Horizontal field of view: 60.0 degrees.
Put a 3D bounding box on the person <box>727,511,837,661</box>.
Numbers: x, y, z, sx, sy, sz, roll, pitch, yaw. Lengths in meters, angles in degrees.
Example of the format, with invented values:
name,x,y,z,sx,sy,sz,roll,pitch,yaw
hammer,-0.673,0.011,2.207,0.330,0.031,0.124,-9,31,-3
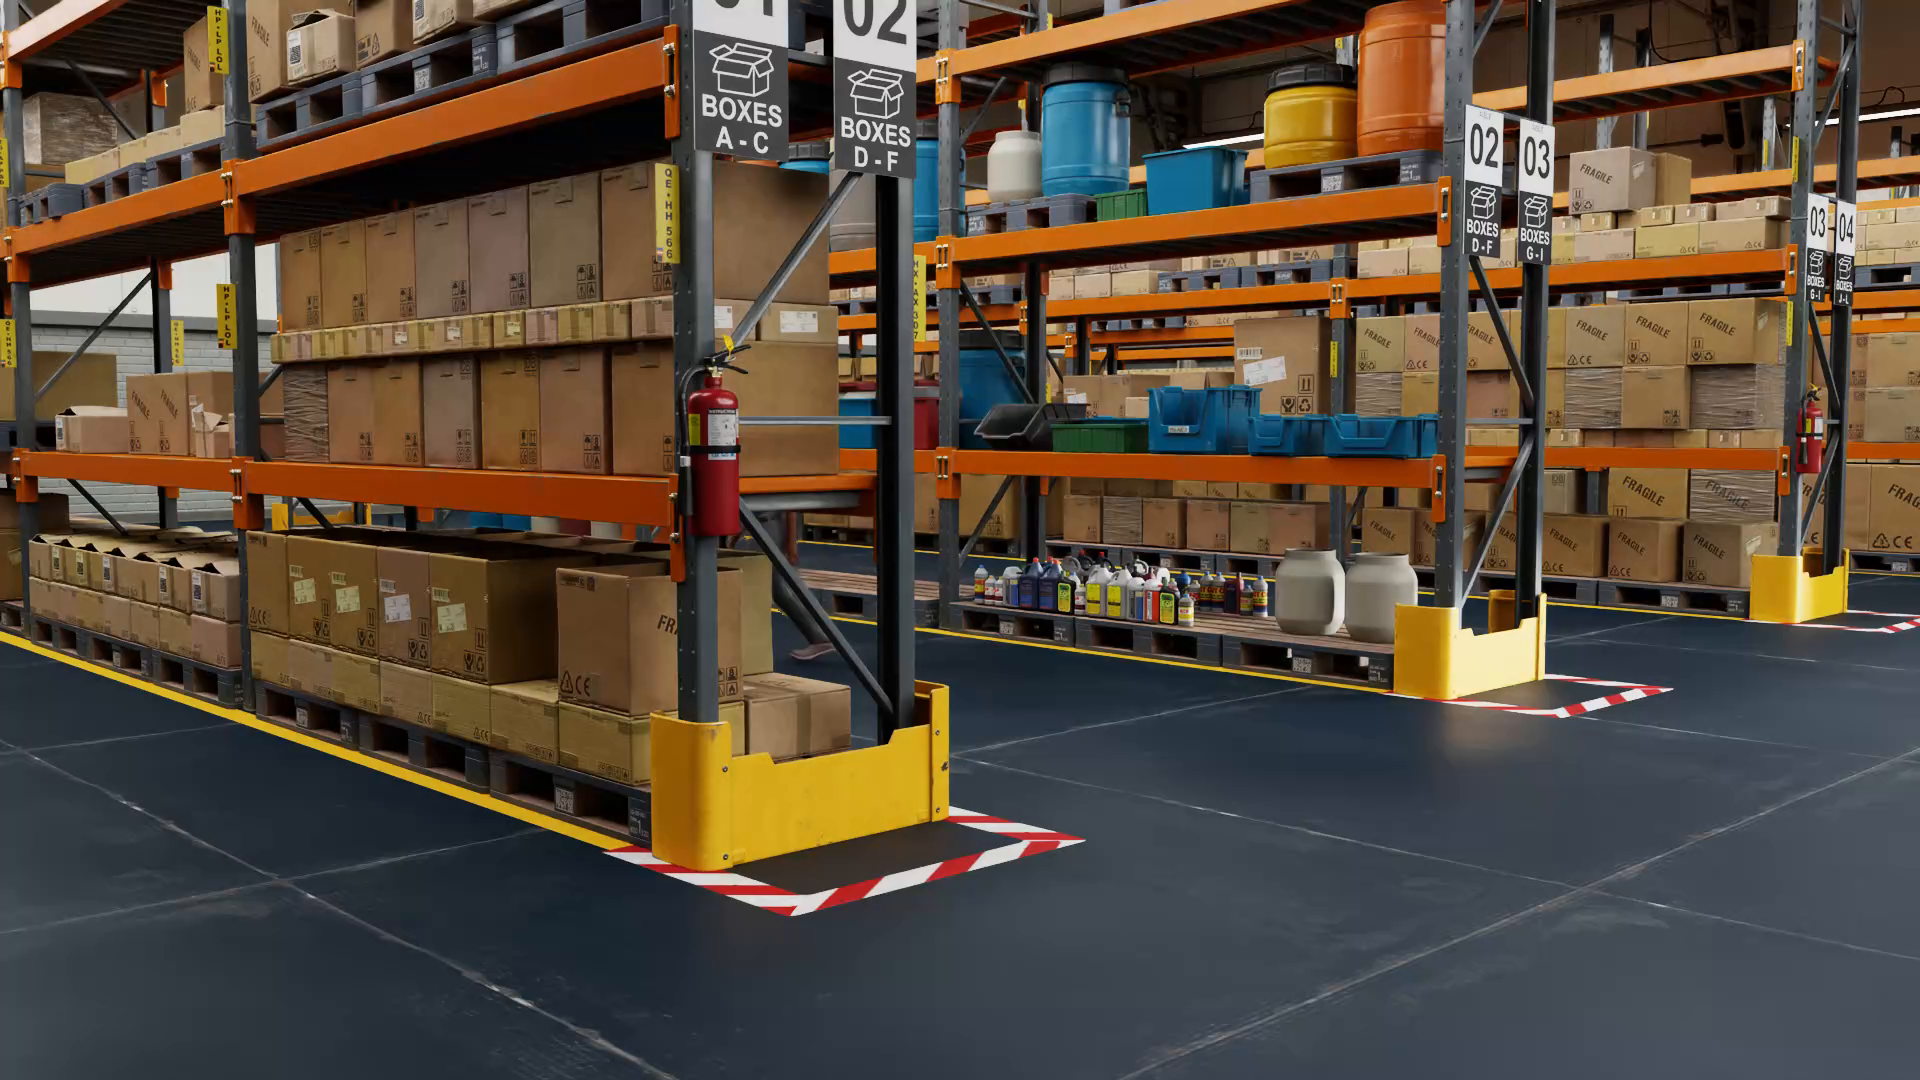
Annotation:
name,x,y,z,sx,sy,sz,roll,pitch,yaw
person,-1.275,-0.035,10.258,1.039,1.591,0.433,-1,4,-11
